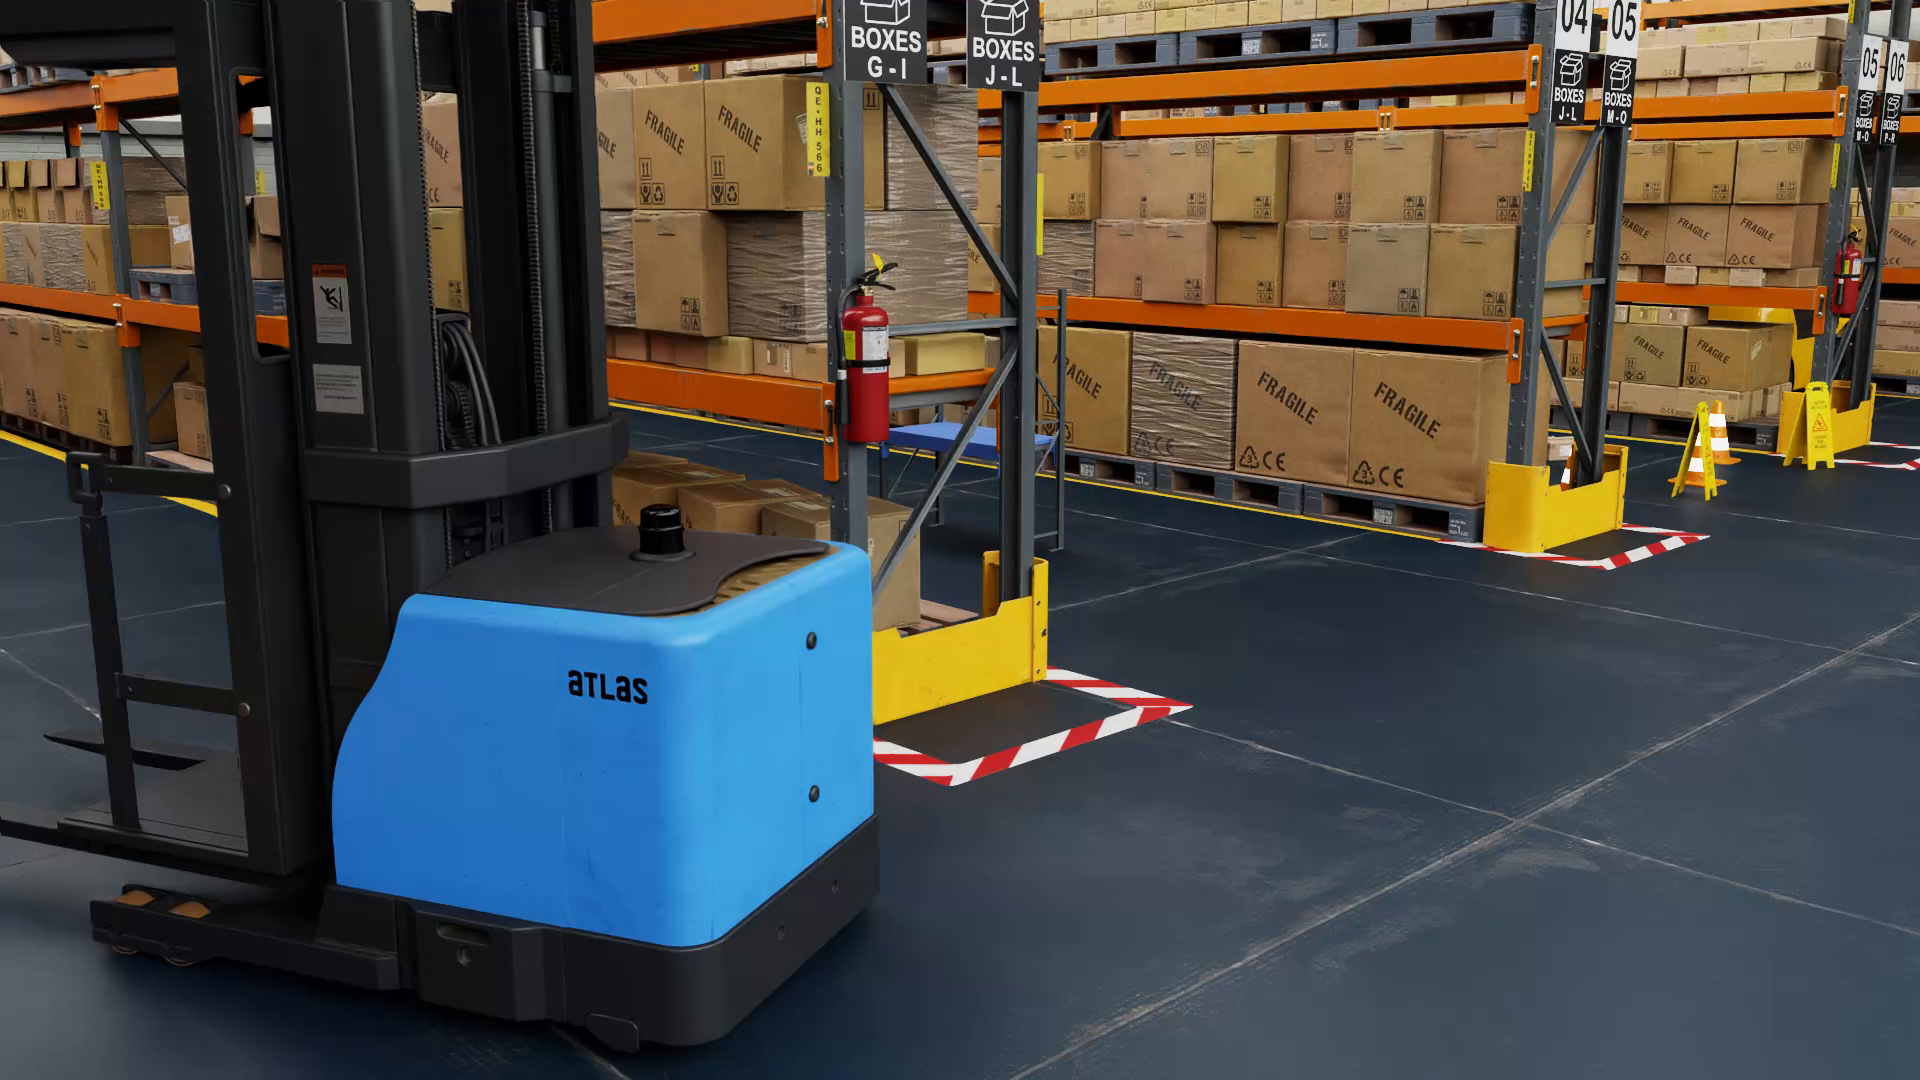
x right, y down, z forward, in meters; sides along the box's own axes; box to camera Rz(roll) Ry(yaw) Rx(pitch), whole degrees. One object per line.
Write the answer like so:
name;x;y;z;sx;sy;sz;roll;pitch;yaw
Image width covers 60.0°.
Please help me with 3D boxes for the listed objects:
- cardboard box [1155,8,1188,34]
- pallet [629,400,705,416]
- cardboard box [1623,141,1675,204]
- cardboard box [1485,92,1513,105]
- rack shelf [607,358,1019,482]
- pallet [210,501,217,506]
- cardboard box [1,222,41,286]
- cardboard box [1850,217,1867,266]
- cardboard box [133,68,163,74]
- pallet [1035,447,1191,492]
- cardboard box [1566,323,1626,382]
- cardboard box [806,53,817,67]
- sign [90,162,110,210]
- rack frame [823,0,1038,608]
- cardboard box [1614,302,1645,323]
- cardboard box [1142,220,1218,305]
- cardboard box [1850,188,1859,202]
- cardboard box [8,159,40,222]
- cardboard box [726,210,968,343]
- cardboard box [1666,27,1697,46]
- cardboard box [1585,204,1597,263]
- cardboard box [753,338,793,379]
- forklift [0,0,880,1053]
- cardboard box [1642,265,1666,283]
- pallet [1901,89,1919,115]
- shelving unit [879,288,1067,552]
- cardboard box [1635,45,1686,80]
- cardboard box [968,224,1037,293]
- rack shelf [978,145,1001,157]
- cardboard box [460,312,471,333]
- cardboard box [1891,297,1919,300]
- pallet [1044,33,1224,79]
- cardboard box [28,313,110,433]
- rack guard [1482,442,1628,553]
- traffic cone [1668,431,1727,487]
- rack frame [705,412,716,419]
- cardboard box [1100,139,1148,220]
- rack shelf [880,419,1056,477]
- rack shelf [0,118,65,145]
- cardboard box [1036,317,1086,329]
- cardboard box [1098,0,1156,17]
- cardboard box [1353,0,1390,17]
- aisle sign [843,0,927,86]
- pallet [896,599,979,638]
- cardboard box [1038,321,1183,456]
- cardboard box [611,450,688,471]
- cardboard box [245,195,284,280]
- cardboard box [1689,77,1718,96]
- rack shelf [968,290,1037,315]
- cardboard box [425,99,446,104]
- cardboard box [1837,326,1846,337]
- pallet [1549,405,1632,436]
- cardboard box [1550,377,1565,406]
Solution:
cardboard box;1.513;-3.433;11.040;0.380;0.149;0.250;-11;16;-43
pallet;-2.498;-1.413;16.247;1.003;0.211;1.213;-11;16;-43
cardboard box;5.794;-3.065;13.892;0.700;0.500;0.500;-11;16;-43
cardboard box;4.887;-3.943;14.805;0.380;0.149;0.250;-10;15;-41
rack shelf;-1.473;-0.760;7.950;1.077;0.370;4.000;-11;16;-43
pallet;-4.239;-0.330;10.990;1.003;0.211;1.213;-11;16;-43
cardboard box;-7.549;-2.373;13.746;0.500;0.500;0.500;11;16;44
cardboard box;9.428;-3.130;17.421;0.500;0.500;0.500;-11;16;-44
cardboard box;-5.122;-3.205;10.971;0.500;0.250;0.500;-10;16;-41
pallet;1.272;-0.593;12.267;1.003;0.211;1.213;-11;16;-43
cardboard box;5.628;-1.659;14.444;0.500;0.500;0.500;11;16;44
cardboard box;-0.918;-4.060;13.684;0.500;0.311;0.500;-11;16;-44
sign;-6.015;-2.477;11.633;0.100;0.325;0.005;-11;16;-43
rack frame;-0.092;-0.821;6.461;1.000;3.000;0.127;-11;16;-43
cardboard box;5.680;-1.946;14.231;0.380;0.149;0.250;-10;15;-40
cardboard box;1.751;-1.930;11.472;0.875;0.550;0.550;-11;16;-43
cardboard box;9.310;-3.601;17.365;0.380;0.149;0.250;-10;16;-41
cardboard box;-7.466;-2.918;13.909;0.797;0.503;0.637;-11;16;-42
cardboard box;-0.452;-1.099;6.829;0.875;0.500;0.500;-11;16;-43
cardboard box;5.987;-4.105;13.615;0.380;0.149;0.250;-11;16;-43
cardboard box;5.480;-2.661;14.408;0.500;0.500;0.500;-11;16;-42
cardboard box;-0.610;-0.747;6.726;0.380;0.149;0.250;-11;16;-43
forklift;-1.796;-0.396;4.569;3.031;2.935;1.130;5;13;21
cardboard box;5.971;-2.255;14.048;0.380;0.149;0.250;-11;16;-42
pallet;10.194;-4.426;16.748;1.003;0.211;1.213;-11;16;-43
shelving unit;0.059;-0.722;9.700;0.538;1.500;1.048;-11;16;-43
cardboard box;5.819;-3.929;13.748;0.500;0.250;0.500;-10;16;-41
cardboard box;0.249;-2.169;12.756;0.500;0.500;0.500;-11;16;-43
rack shelf;0.995;-6.054;26.211;1.077;0.370;4.000;-11;16;-43
cardboard box;-2.245;-1.060;8.244;0.380;0.149;0.250;-11;16;-43
cardboard box;10.121;-2.411;17.478;0.500;0.250;0.500;-11;16;-42
pallet;1.361;-3.386;11.697;1.003;0.211;1.213;-11;16;-43
cardboard box;-6.688;-1.388;13.439;1.225;0.875;0.875;-11;16;-42
rack guard;3.582;-0.269;9.979;1.175;0.500;0.348;-11;16;-43
traffic cone;5.278;-0.638;11.860;0.336;0.463;0.334;-11;16;-43
rack frame;-1.959;-2.665;15.411;1.000;3.000;0.127;-11;16;-43
cardboard box;1.497;-2.560;11.858;0.875;0.550;0.550;-11;16;-43
rack shelf;0.059;-0.546;9.736;0.538;0.185;1.000;-11;16;-43
rack shelf;-9.760;-3.981;16.148;1.077;0.370;4.000;-11;16;-43
cardboard box;1.134;-2.646;19.548;0.875;0.875;0.875;-11;16;-43
cardboard box;1.288;-3.693;11.315;0.500;0.250;0.500;-11;16;-43
cardboard box;2.565;-3.210;9.960;0.380;0.149;0.250;-11;16;-42
aisle sign;-0.266;-2.043;5.951;0.394;0.787;0.004;-11;16;-43
pallet;-0.680;0.411;7.395;1.003;0.211;1.213;-11;16;-43
cardboard box;1.187;-1.144;12.256;0.875;0.875;0.875;-11;16;-42
cardboard box;-1.720;-0.160;8.406;0.500;0.500;0.500;10;15;40
cardboard box;-4.118;-1.901;10.407;0.797;0.503;0.637;-9;15;-37
cardboard box;6.146;-3.682;13.540;0.380;0.149;0.250;-11;16;-42
rack shelf;-0.578;-2.020;14.067;1.077;0.370;4.000;-11;16;-43
cardboard box;-5.592;-4.752;18.483;0.500;0.250;0.500;-11;16;-43
cardboard box;9.391;-2.172;17.555;0.500;0.250;0.500;-11;16;-44
pallet;5.650;-1.148;14.962;1.003;0.211;1.213;-11;16;-43
cardboard box;5.271;-1.367;14.887;0.500;0.250;0.500;-11;16;-43
